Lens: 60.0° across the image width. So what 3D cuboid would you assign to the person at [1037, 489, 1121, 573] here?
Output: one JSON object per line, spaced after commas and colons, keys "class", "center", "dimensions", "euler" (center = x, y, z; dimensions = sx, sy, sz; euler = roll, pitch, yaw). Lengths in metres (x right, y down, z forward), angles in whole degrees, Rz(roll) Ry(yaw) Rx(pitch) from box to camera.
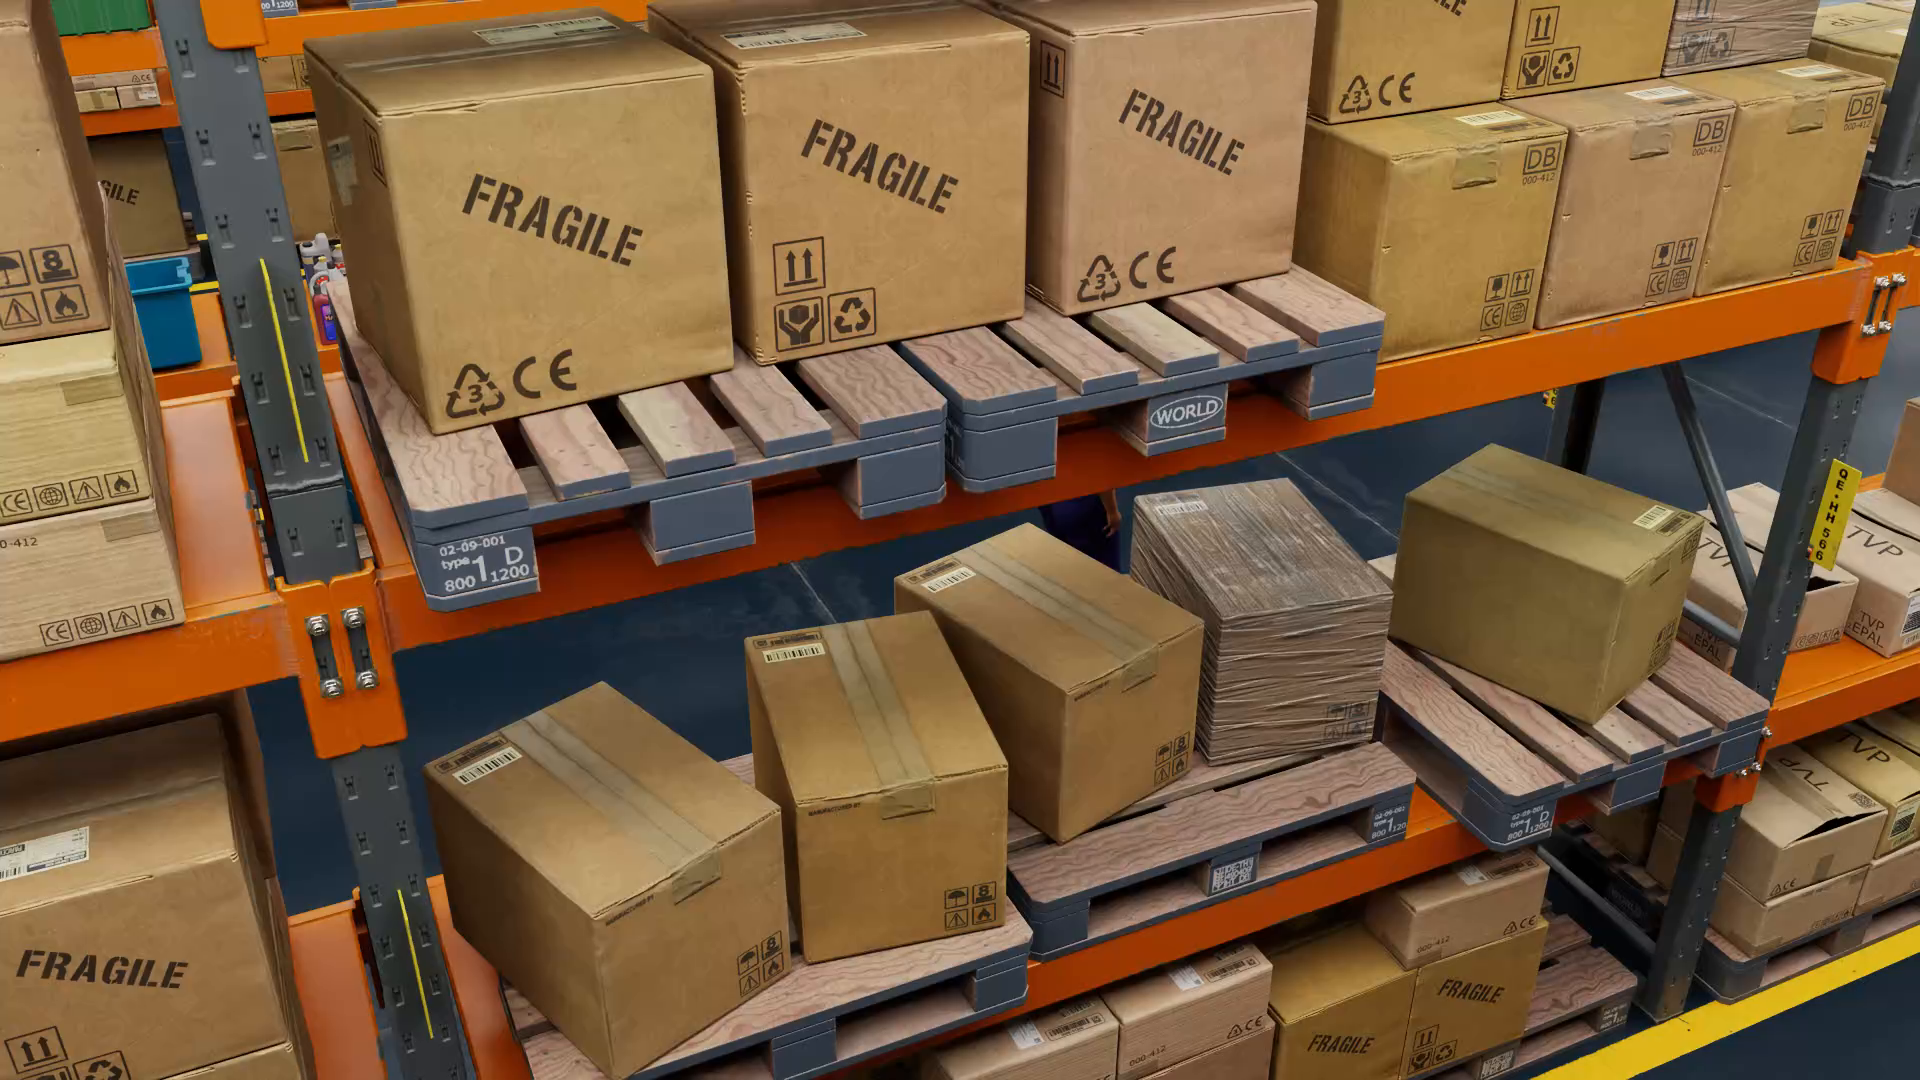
{"class": "person", "center": [0.551, -0.202, 7.492], "dimensions": [0.374, 1.650, 0.548], "euler": [-15, 33, -24]}
